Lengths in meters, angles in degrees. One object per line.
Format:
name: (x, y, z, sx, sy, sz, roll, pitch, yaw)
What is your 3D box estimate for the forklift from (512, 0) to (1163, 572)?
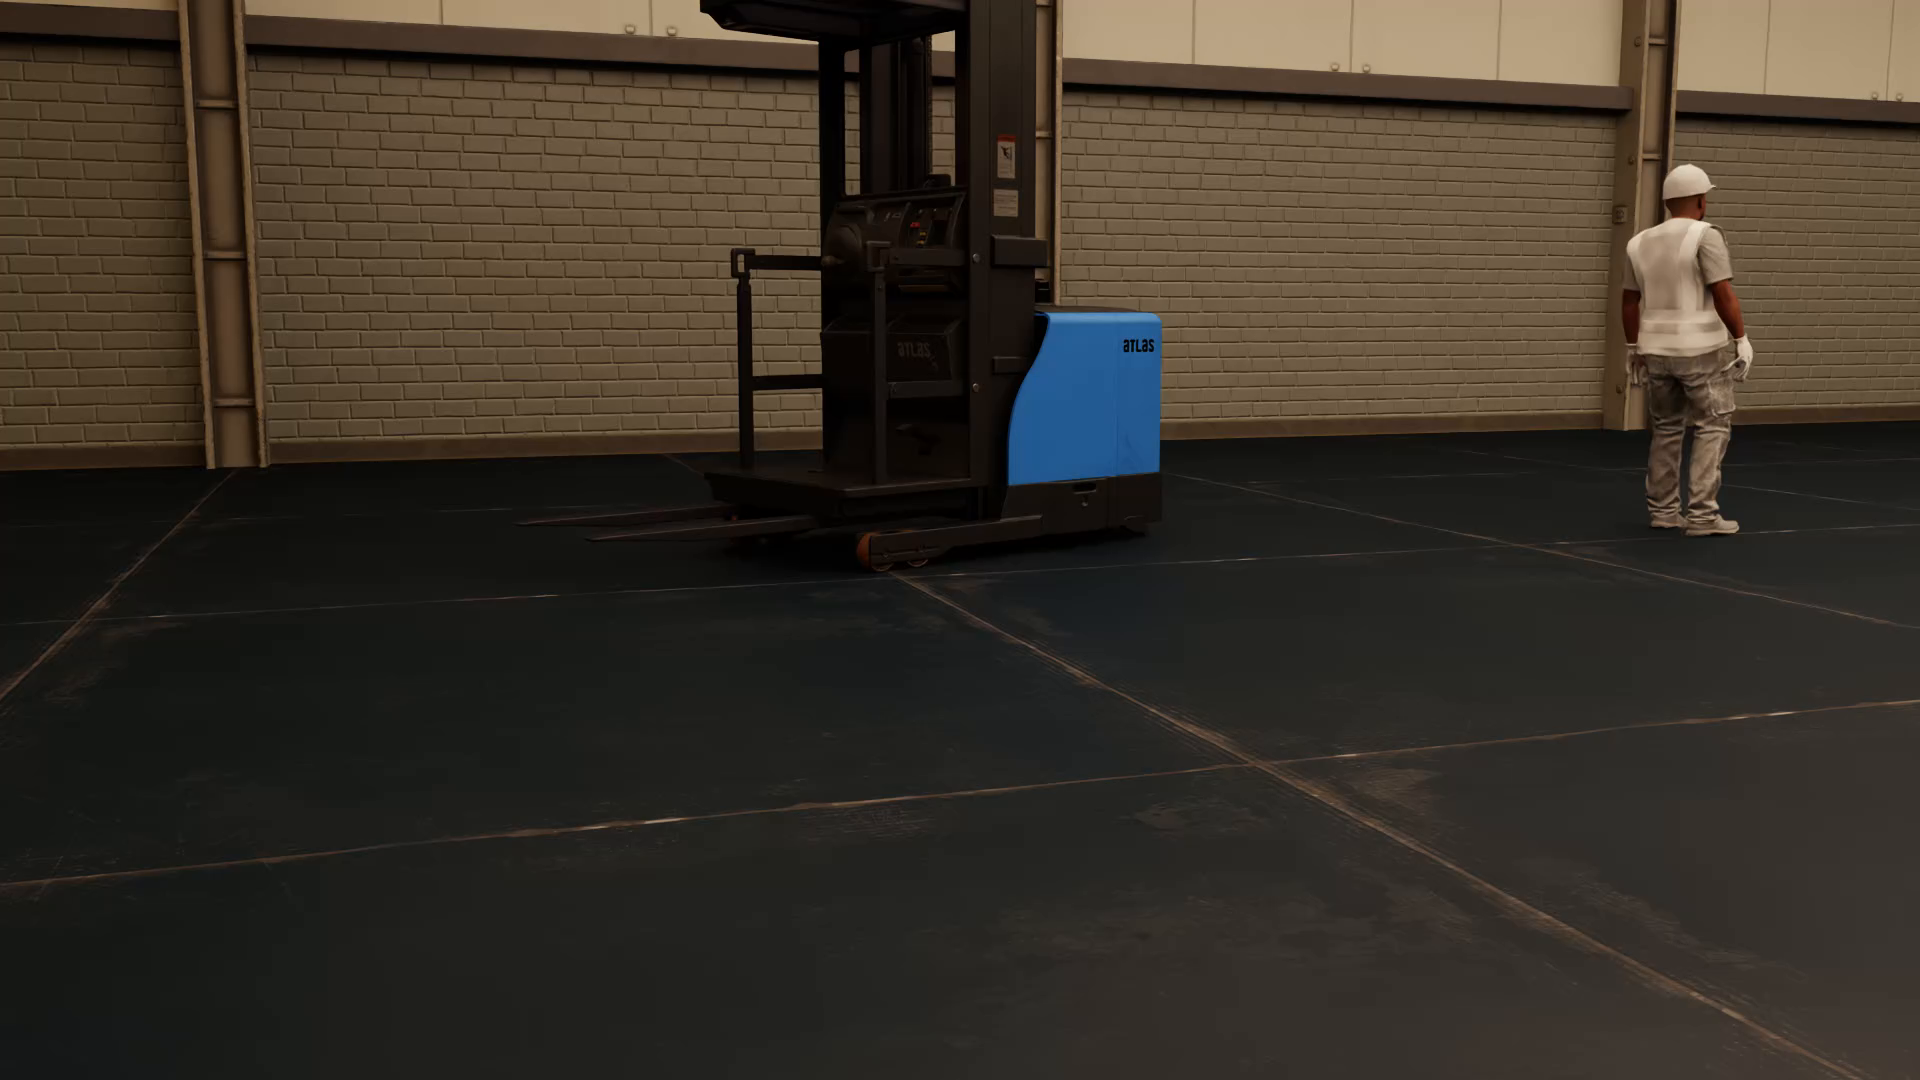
forklift: (-0.461, -1.399, 7.333, 3.031, 2.935, 1.130, -7, 10, -40)

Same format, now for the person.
person: (3.578, -0.912, 8.117, 0.507, 1.804, 0.648, -4, 9, -26)
